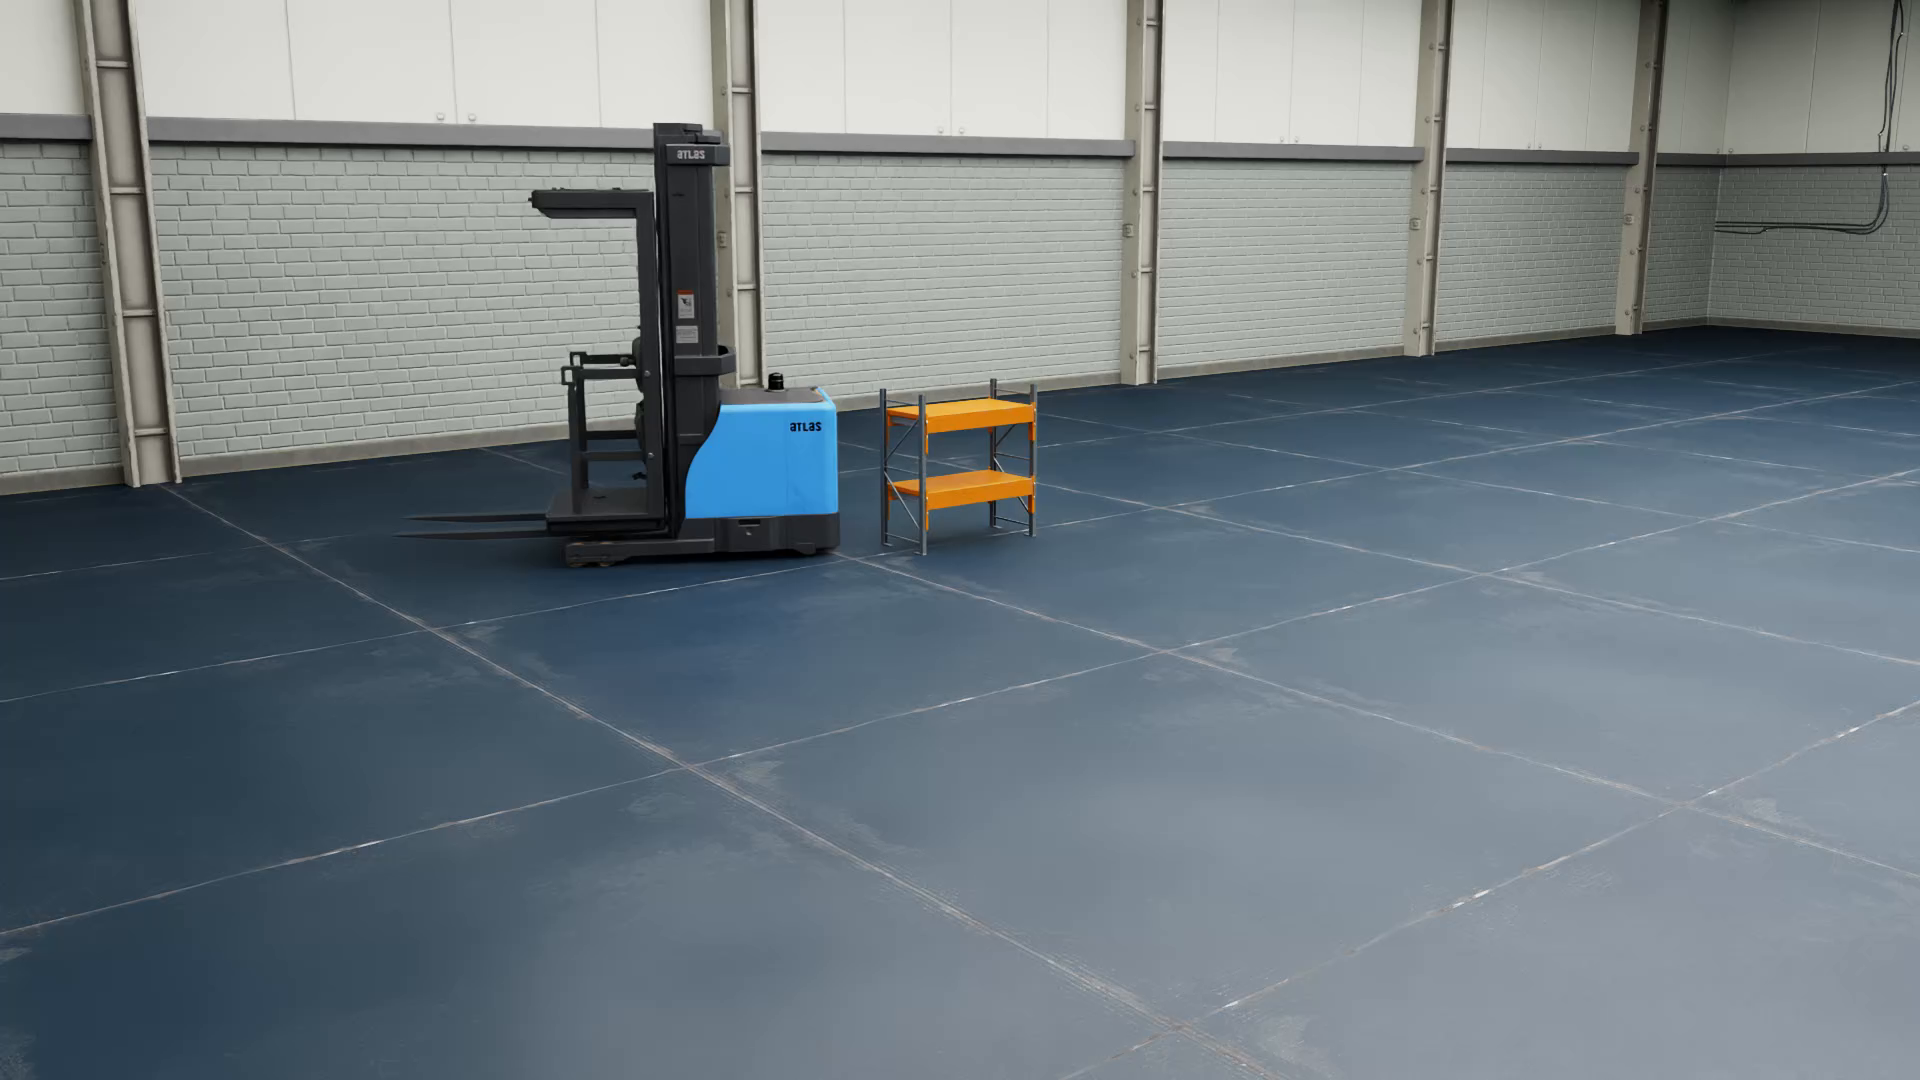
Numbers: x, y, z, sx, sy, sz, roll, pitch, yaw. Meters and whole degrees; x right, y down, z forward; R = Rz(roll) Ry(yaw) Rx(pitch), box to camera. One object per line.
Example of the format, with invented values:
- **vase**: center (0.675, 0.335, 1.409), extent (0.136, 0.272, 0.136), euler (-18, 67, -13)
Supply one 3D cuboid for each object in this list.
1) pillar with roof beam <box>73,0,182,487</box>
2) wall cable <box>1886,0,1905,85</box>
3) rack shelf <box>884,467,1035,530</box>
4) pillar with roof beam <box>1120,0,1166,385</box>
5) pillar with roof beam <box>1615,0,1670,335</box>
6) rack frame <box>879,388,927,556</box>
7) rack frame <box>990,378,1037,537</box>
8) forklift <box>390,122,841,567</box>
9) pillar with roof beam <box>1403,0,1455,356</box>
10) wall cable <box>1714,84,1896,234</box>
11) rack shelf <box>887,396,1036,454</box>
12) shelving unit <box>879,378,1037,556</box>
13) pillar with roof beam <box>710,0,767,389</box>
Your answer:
- **pillar with roof beam**: center (-4.342, -4.206, 10.270), extent (0.400, 9.000, 9.100), euler (-9, 15, -38)
- **wall cable**: center (16.526, -8.699, 26.746), extent (0.112, 2.526, 3.097), euler (-9, 15, -38)
- **rack shelf**: center (-0.005, -0.310, 12.059), extent (1.000, 0.278, 0.538), euler (-9, 15, -38)
- **pillar with roof beam**: center (5.028, -5.763, 17.603), extent (0.400, 9.000, 9.100), euler (-9, 15, -38)
- **pillar with roof beam**: center (14.399, -7.320, 24.936), extent (0.400, 9.000, 9.100), euler (-9, 15, -38)
- **rack frame**: center (-0.402, -0.483, 11.697), extent (0.032, 1.125, 0.500), euler (-9, 15, -38)
- **rack frame**: center (0.392, -0.615, 12.318), extent (0.032, 1.125, 0.500), euler (-9, 15, -38)
- **forklift**: center (-2.401, -1.367, 11.510), extent (3.031, 2.935, 1.130), euler (-2, 12, -9)
- **pillar with roof beam**: center (9.713, -6.541, 21.270), extent (0.400, 9.000, 9.100), euler (-9, 15, -38)
- **wall cable**: center (14.836, -6.667, 29.337), extent (0.112, 2.526, 3.097), euler (-9, 15, -38)
- **rack shelf**: center (-0.005, -0.836, 11.947), extent (1.000, 0.278, 0.538), euler (-9, 15, -38)
- **shelving unit**: center (-0.005, -0.549, 12.008), extent (1.048, 1.125, 0.538), euler (-9, 15, -38)
- **pillar with roof beam**: center (0.343, -4.984, 13.937), extent (0.400, 9.000, 9.100), euler (-9, 15, -38)
